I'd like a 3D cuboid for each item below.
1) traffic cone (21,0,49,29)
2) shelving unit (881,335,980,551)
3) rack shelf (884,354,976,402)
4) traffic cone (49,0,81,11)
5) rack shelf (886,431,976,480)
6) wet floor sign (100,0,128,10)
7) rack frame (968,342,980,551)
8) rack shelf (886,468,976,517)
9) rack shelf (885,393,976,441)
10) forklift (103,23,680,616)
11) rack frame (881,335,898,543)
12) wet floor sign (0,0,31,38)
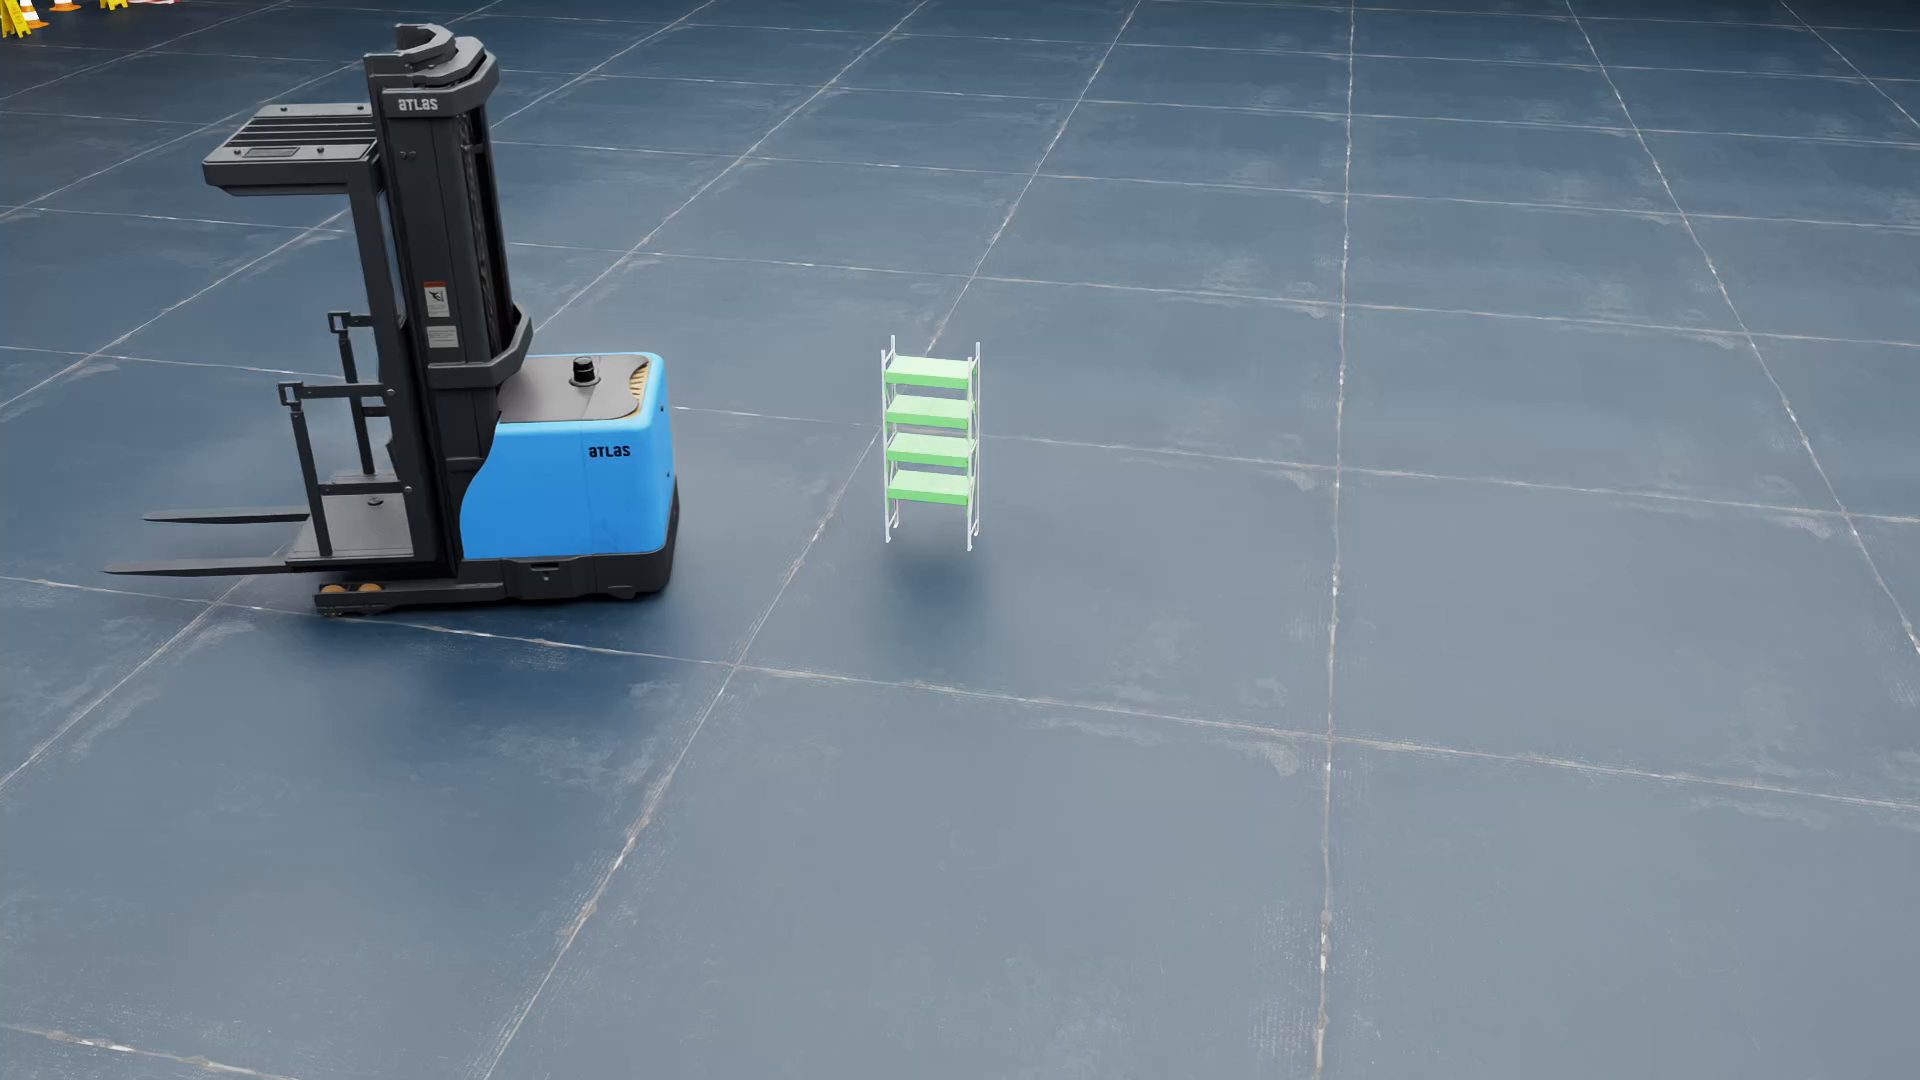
[{"bbox_3d":[-12.498,-7.128,22.289,0.334,0.463,0.336,6,29,11],"label":"traffic cone"},{"bbox_3d":[-0.162,-0.543,9.492,0.503,1.200,0.258,6,29,11],"label":"shelving unit"},{"bbox_3d":[-0.162,-0.908,9.292,0.480,0.148,0.258,6,29,11],"label":"rack shelf"},{"bbox_3d":[-12.599,-7.684,23.303,0.334,0.463,0.336,6,29,11],"label":"traffic cone"},{"bbox_3d":[-0.162,-0.487,9.523,0.480,0.148,0.258,6,29,11],"label":"rack shelf"},{"bbox_3d":[-11.946,-7.805,23.335,0.232,0.644,0.267,17,33,28],"label":"wet floor sign"},{"bbox_3d":[0.077,-0.518,9.448,0.015,1.200,0.240,6,29,11],"label":"rack frame"},{"bbox_3d":[-0.162,-0.276,9.638,0.480,0.148,0.258,6,29,11],"label":"rack shelf"},{"bbox_3d":[-0.162,-0.697,9.408,0.480,0.148,0.258,6,29,11],"label":"rack shelf"},{"bbox_3d":[-3.149,-1.138,8.776,3.031,2.935,1.130,-2,29,-4],"label":"forklift"},{"bbox_3d":[-0.401,-0.567,9.537,0.015,1.200,0.240,6,29,11],"label":"rack frame"},{"bbox_3d":[-12.402,-6.919,21.716,0.232,0.644,0.267,1,29,2],"label":"wet floor sign"}]
